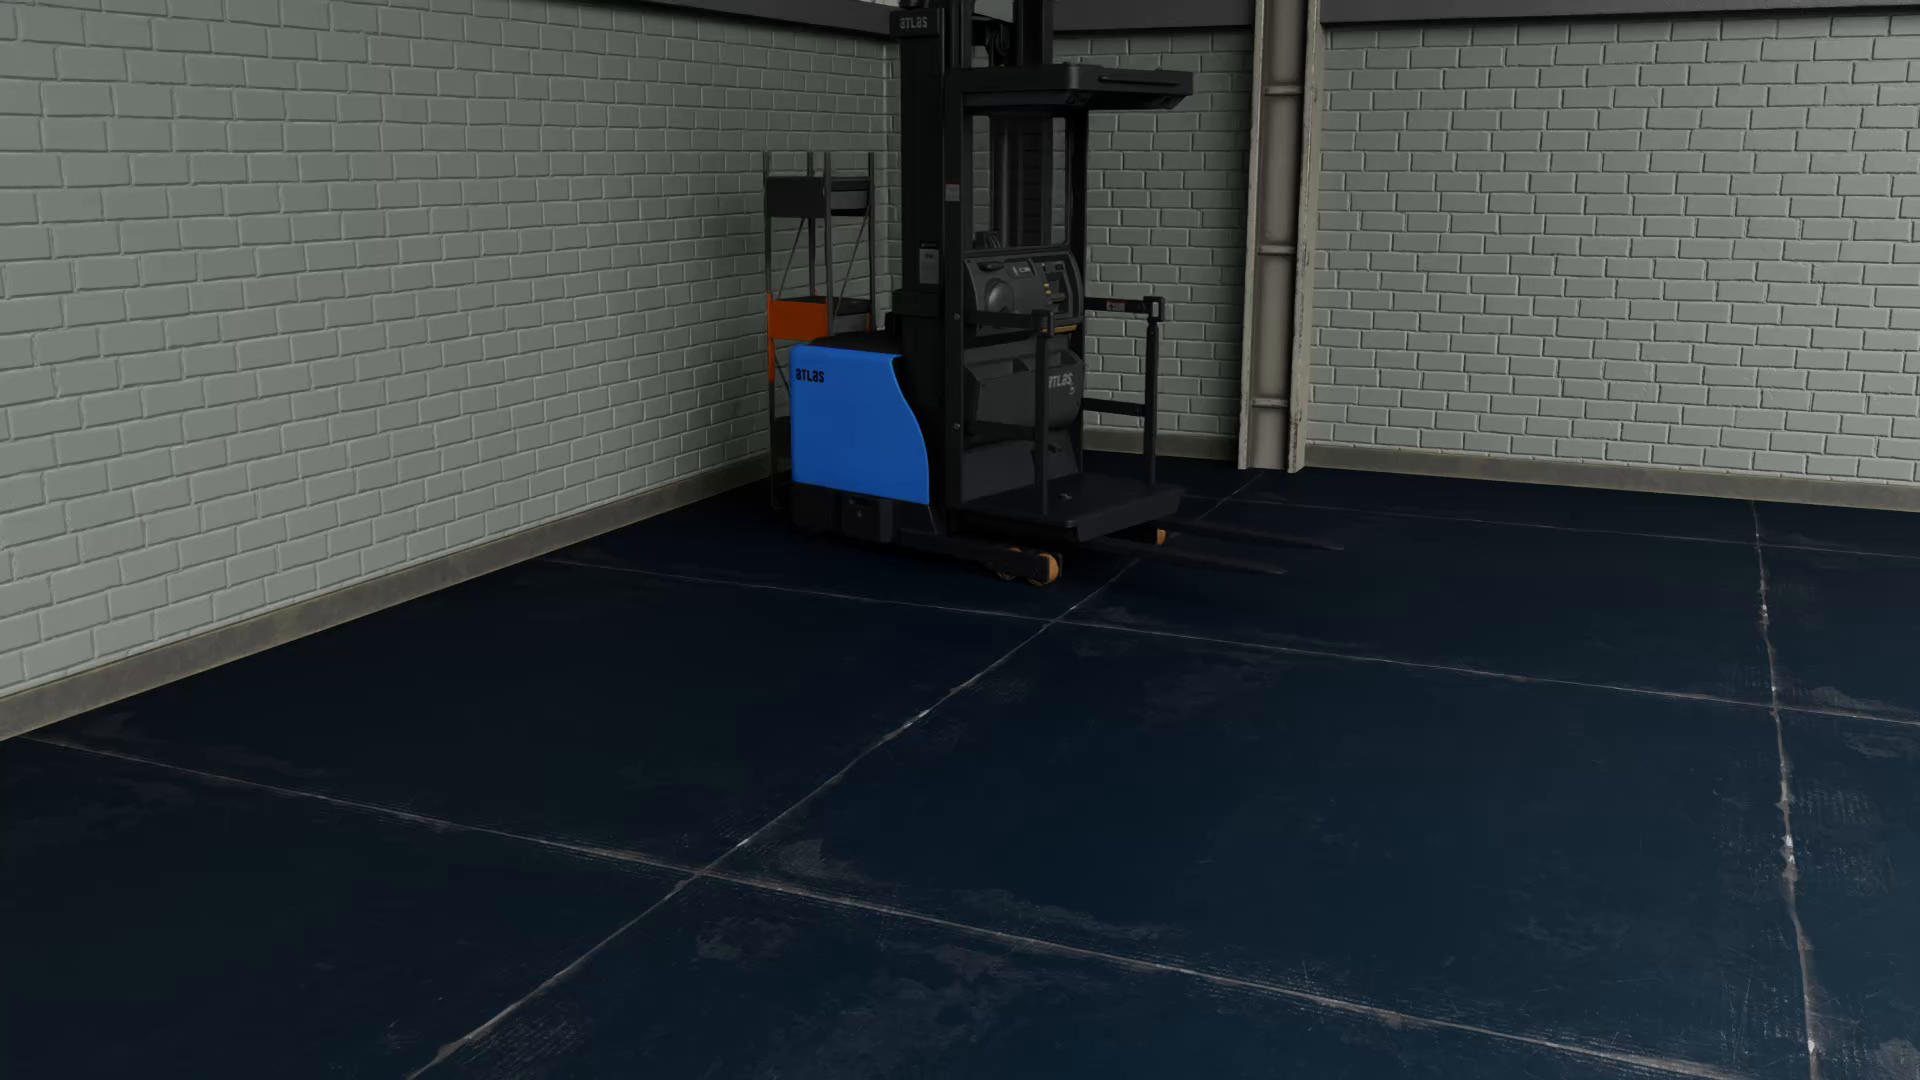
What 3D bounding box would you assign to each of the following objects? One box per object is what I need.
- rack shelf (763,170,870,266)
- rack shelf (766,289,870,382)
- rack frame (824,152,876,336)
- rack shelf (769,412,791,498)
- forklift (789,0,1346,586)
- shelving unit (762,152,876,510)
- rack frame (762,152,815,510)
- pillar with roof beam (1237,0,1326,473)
[{"bbox_3d":[-0.815,-1.872,9.631,0.480,0.518,0.431,10,17,38],"label":"rack shelf"},{"bbox_3d":[-0.815,-1.190,9.791,0.480,0.518,0.431,10,17,38],"label":"rack shelf"},{"bbox_3d":[-0.625,-1.169,9.639,0.015,2.100,0.400,10,17,38],"label":"rack frame"},{"bbox_3d":[-0.815,-0.509,9.951,0.480,0.518,0.431,10,17,38],"label":"rack shelf"},{"bbox_3d":[0.503,-1.334,8.524,3.031,2.935,1.130,10,17,38],"label":"forklift"},{"bbox_3d":[-0.815,-1.204,9.788,0.503,2.100,0.431,10,17,38],"label":"shelving unit"},{"bbox_3d":[-1.004,-1.239,9.938,0.015,2.100,0.400,10,17,38],"label":"rack frame"},{"bbox_3d":[0.386,-3.982,6.525,0.400,9.000,9.100,6,14,23],"label":"pillar with roof beam"}]
